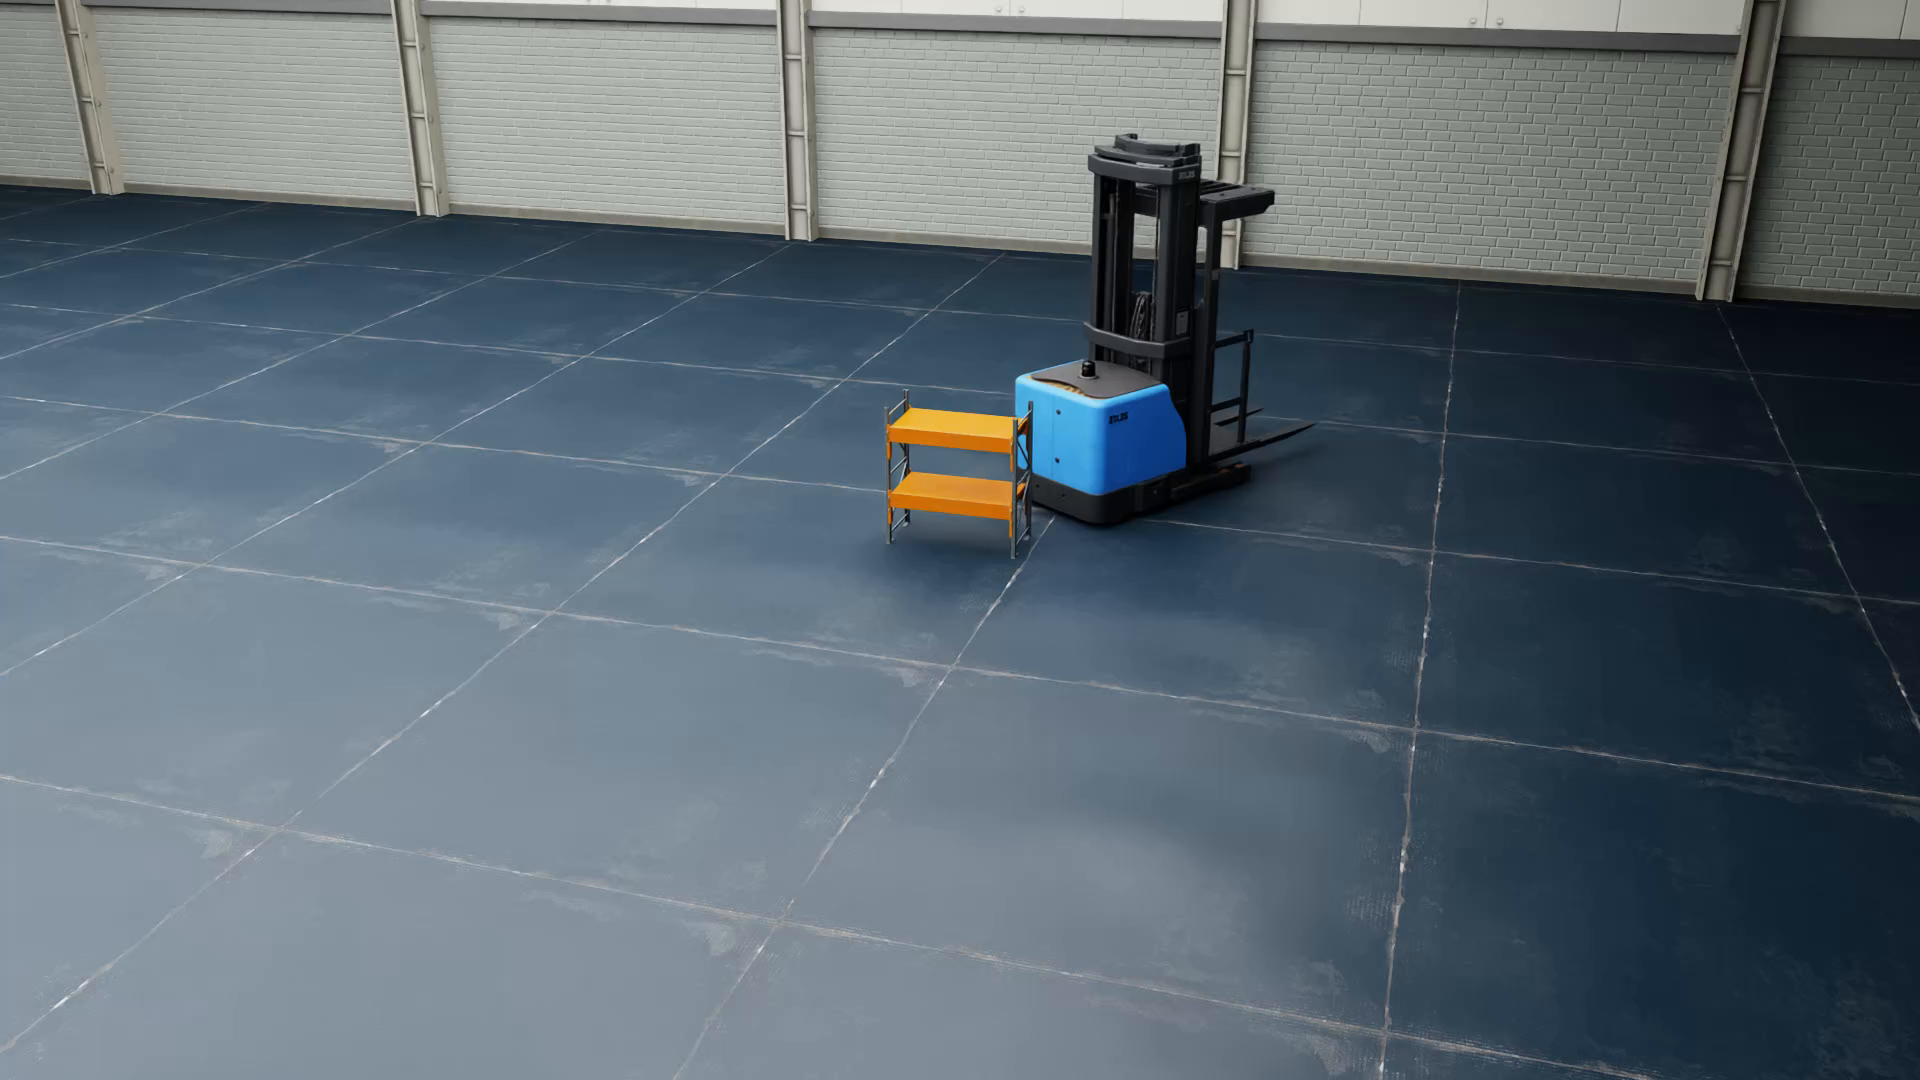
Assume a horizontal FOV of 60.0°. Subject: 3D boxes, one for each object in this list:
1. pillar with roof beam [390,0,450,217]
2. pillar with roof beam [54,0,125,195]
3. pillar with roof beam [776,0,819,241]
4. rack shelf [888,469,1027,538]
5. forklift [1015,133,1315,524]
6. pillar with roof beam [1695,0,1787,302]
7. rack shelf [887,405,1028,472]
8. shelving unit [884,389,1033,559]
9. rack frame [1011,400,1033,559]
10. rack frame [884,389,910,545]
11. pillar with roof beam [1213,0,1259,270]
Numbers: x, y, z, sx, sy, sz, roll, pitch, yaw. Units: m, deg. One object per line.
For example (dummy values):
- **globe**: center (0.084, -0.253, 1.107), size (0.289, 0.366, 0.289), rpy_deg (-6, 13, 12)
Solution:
- **pillar with roof beam**: center (-9.224, -7.543, 19.707), size (0.400, 9.000, 9.100), rpy_deg (7, 23, 16)
- **pillar with roof beam**: center (-14.969, -8.201, 21.311), size (0.400, 9.000, 9.100), rpy_deg (7, 23, 16)
- **pillar with roof beam**: center (-3.480, -6.886, 18.104), size (0.400, 9.000, 9.100), rpy_deg (7, 23, 16)
- **rack shelf**: center (-0.006, -0.295, 13.056), size (1.000, 0.278, 0.538), rpy_deg (7, 23, 16)
- **forklift**: center (1.884, -1.934, 14.027), size (3.031, 2.935, 1.130), rpy_deg (-18, 29, -37)
- **pillar with roof beam**: center (8.008, -5.570, 14.897), size (0.400, 9.000, 9.100), rpy_deg (7, 23, 16)
- **rack shelf**: center (-0.006, -0.792, 12.852), size (1.000, 0.278, 0.538), rpy_deg (7, 23, 16)
- **shelving unit**: center (-0.006, -0.521, 12.963), size (1.048, 1.125, 0.538), rpy_deg (7, 23, 16)
- **rack frame**: center (0.480, -0.465, 12.828), size (0.032, 1.125, 0.500), rpy_deg (7, 23, 16)
- **rack frame**: center (-0.493, -0.577, 13.099), size (0.032, 1.125, 0.500), rpy_deg (7, 23, 16)
- **pillar with roof beam**: center (2.264, -6.228, 16.500), size (0.400, 9.000, 9.100), rpy_deg (7, 23, 16)
